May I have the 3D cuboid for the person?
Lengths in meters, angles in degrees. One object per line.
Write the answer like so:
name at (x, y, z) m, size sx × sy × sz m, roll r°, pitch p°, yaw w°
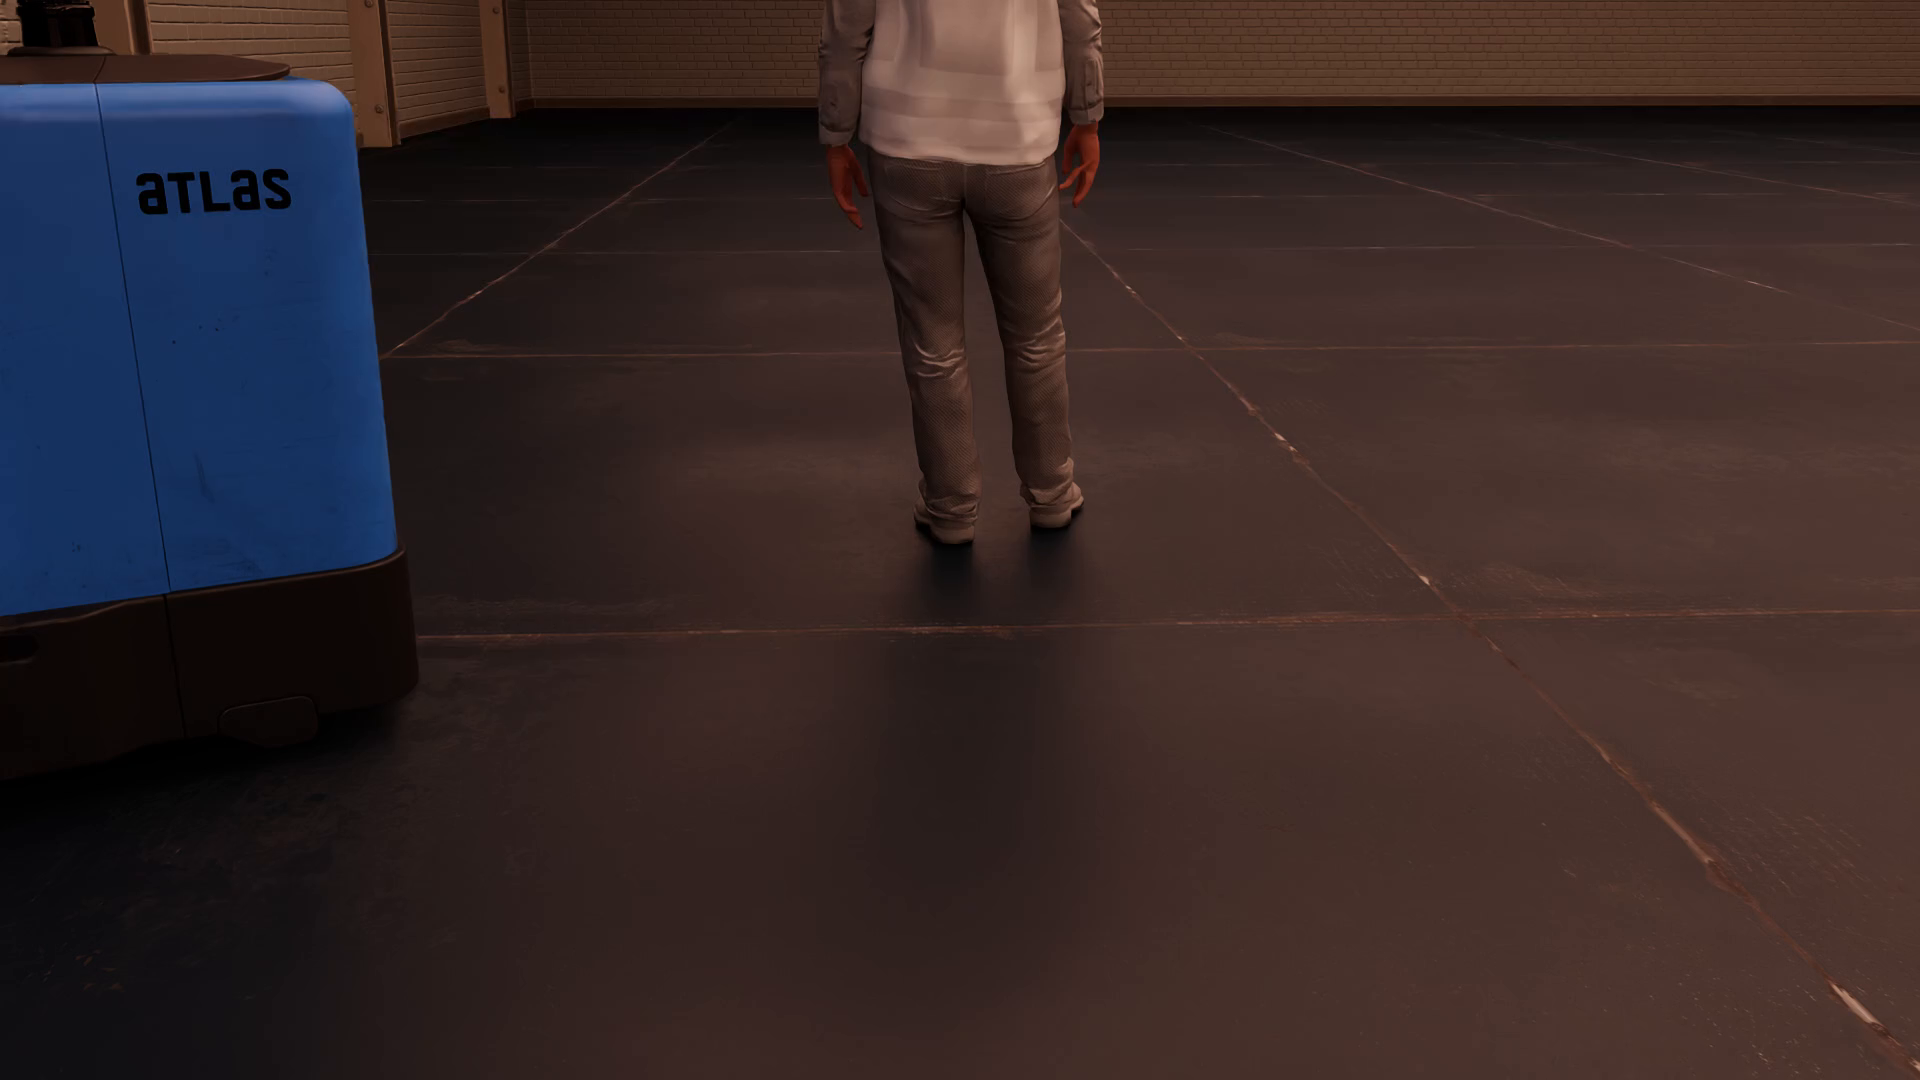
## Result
person at (0.004, -0.874, 3.716) m, size 0.633 × 1.774 × 0.568 m, roll -1°, pitch 17°, yaw -3°

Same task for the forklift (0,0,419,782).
forklift at (-2.476, -0.993, 2.155) m, size 3.031 × 2.935 × 1.130 m, roll -9°, pitch 19°, yaw -27°
